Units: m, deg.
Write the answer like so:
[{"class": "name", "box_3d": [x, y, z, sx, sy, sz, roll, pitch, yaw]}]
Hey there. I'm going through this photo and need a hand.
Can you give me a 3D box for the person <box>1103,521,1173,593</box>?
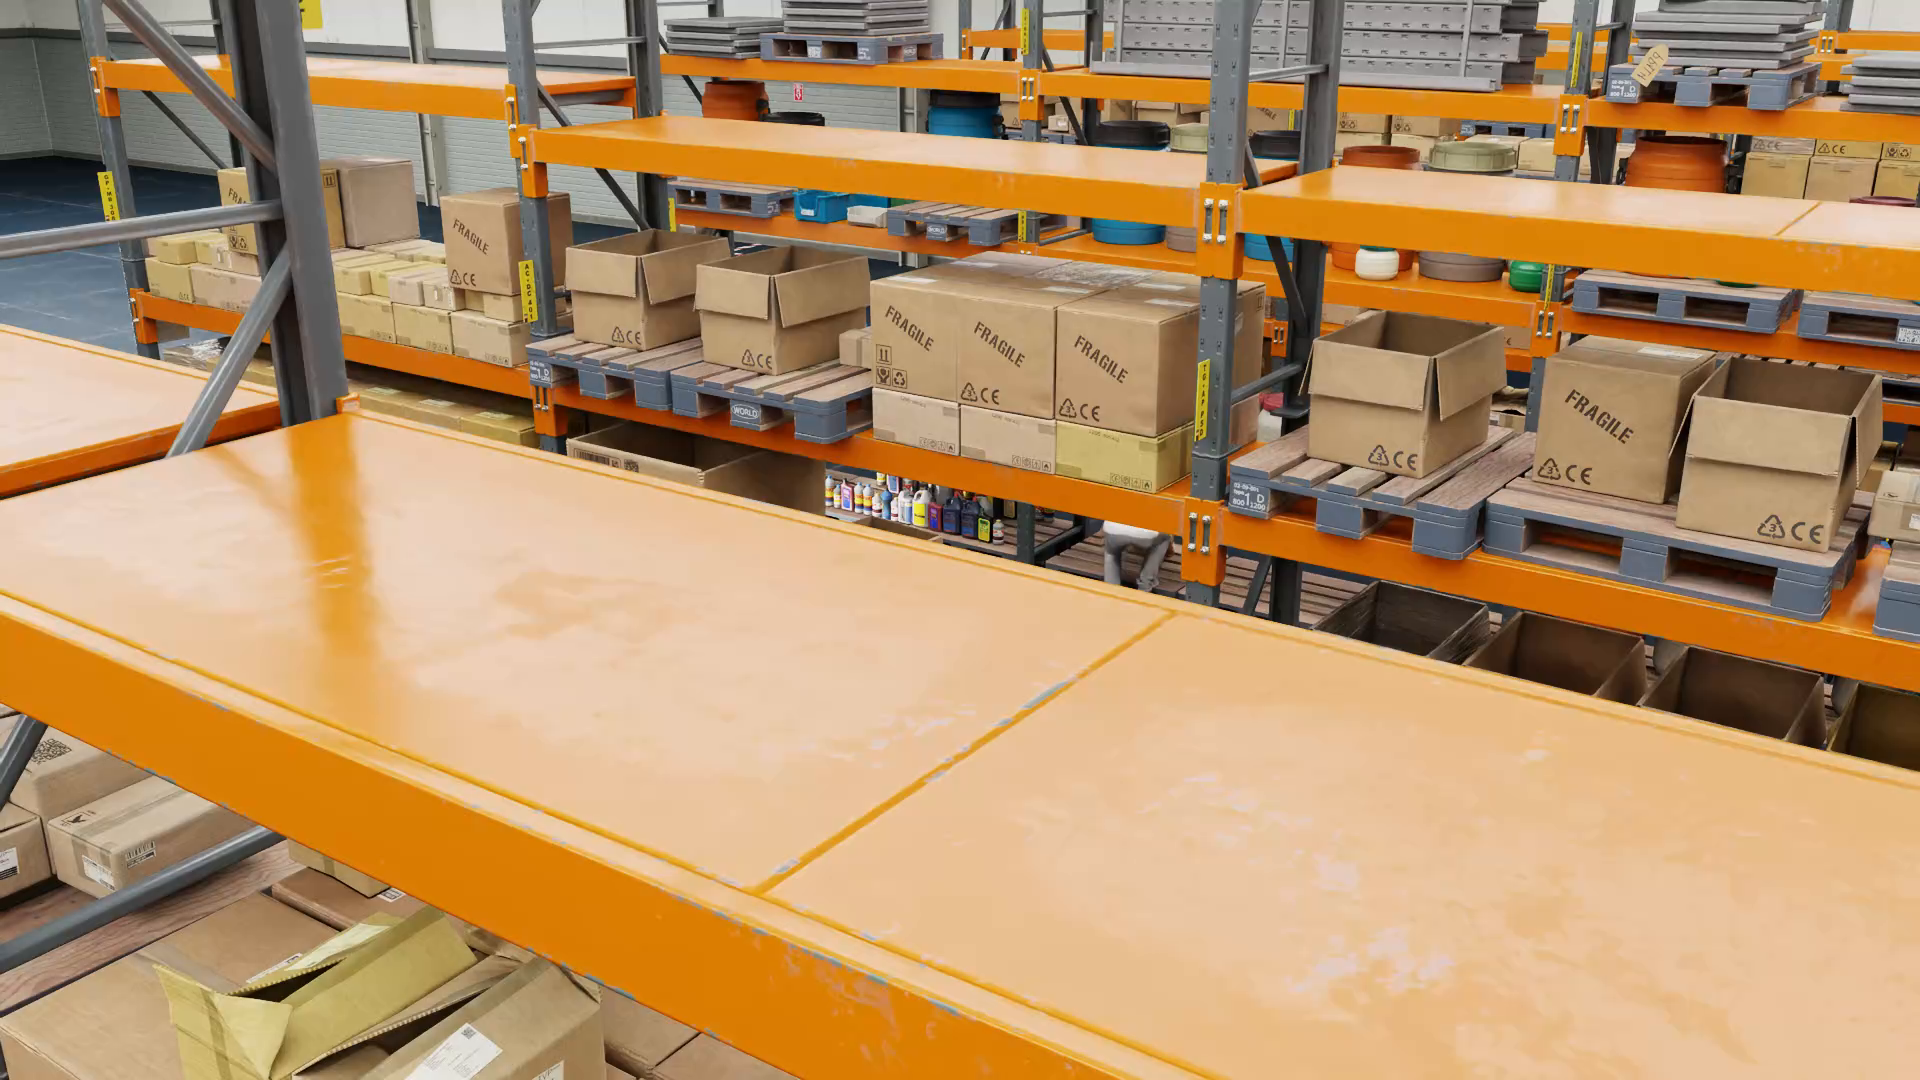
[{"class": "person", "box_3d": [1.450, 0.015, 13.367, 0.513, 0.968, 1.240, 5, 20, 15]}]
